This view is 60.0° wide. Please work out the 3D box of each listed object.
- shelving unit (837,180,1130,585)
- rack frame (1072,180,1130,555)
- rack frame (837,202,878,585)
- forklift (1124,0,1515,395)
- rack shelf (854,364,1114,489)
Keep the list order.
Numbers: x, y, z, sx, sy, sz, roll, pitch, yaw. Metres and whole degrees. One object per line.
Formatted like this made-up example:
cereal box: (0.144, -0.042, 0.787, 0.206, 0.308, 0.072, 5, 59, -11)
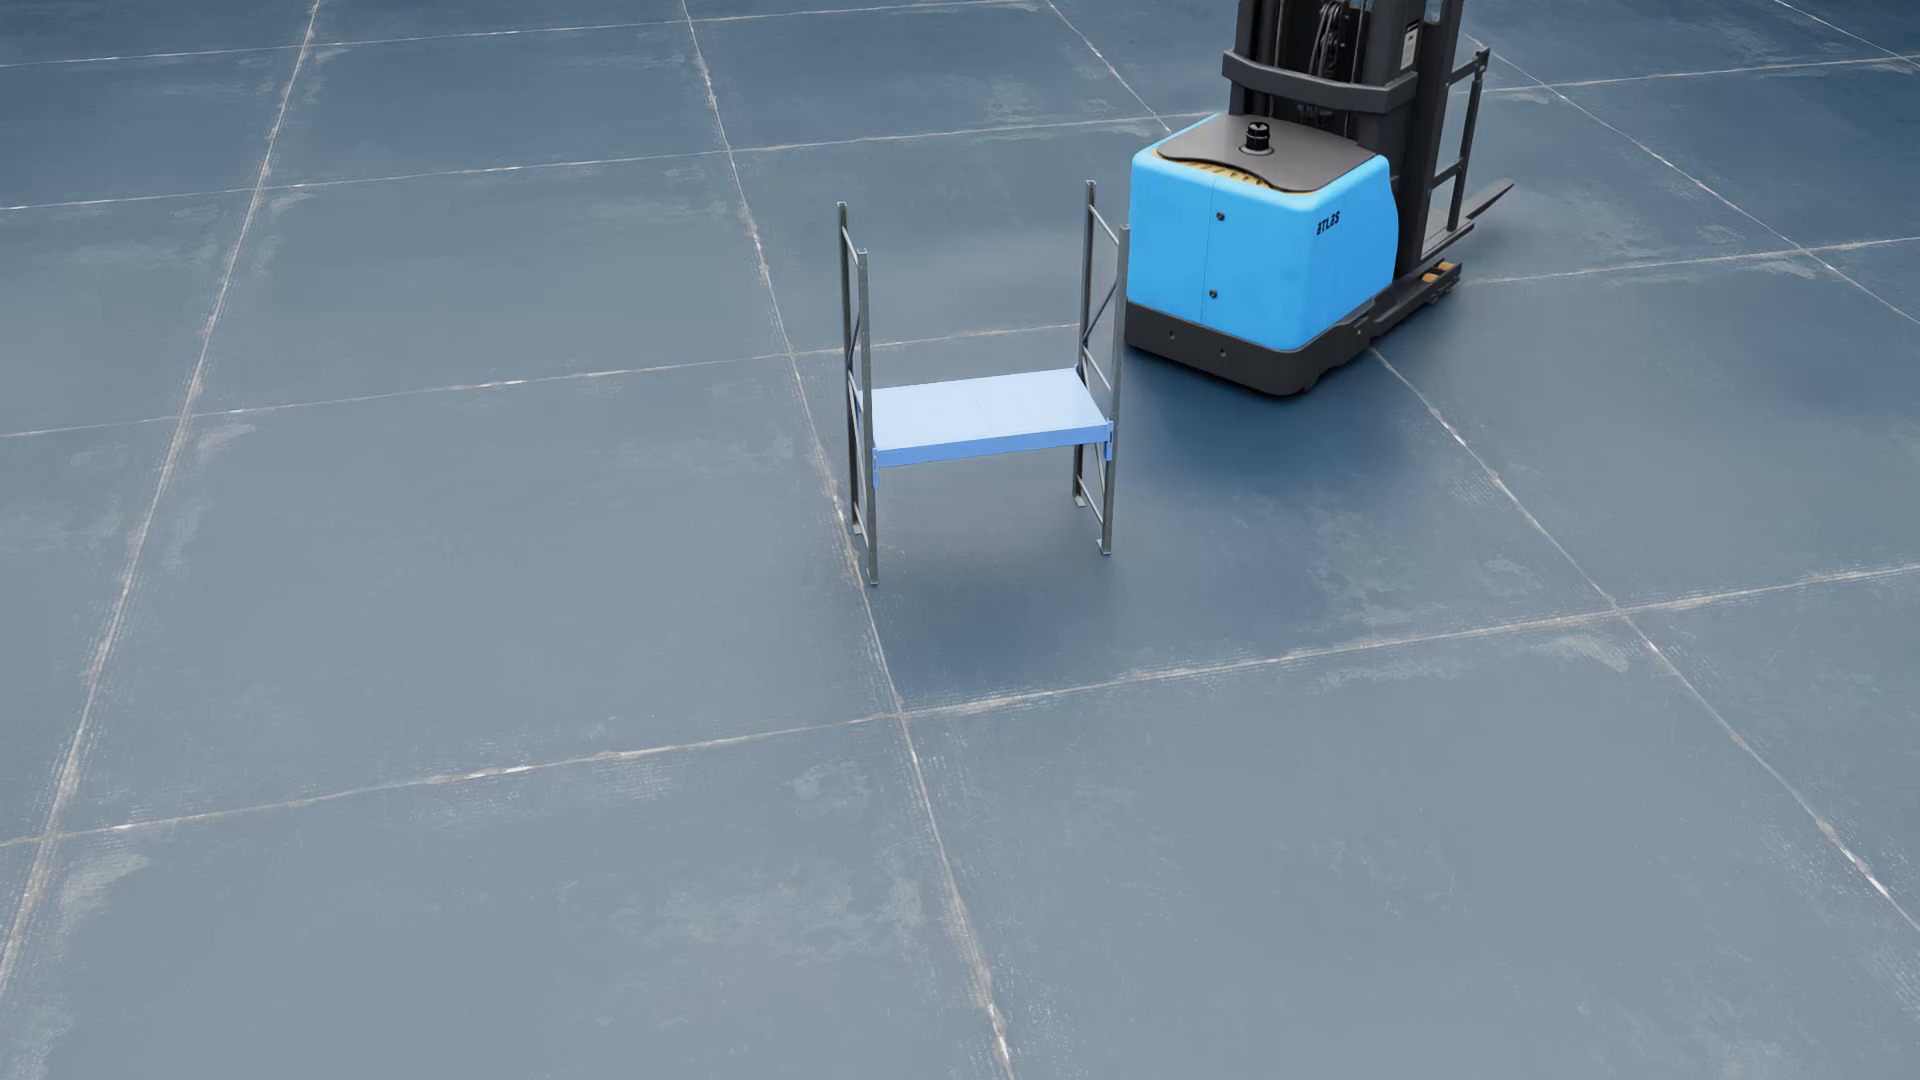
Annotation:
shelving unit: (0.083, -0.633, 6.848, 1.048, 1.500, 0.538, -7, 35, -11)
rack frame: (0.579, -0.696, 6.941, 0.032, 1.500, 0.500, -7, 35, -11)
rack frame: (-0.413, -0.571, 6.755, 0.032, 1.500, 0.500, -7, 35, -11)
forklift: (2.153, -2.681, 8.615, 1.130, 2.935, 3.031, 25, 41, 32)
rack shelf: (0.083, -0.484, 6.948, 1.000, 0.185, 0.538, -7, 35, -11)
